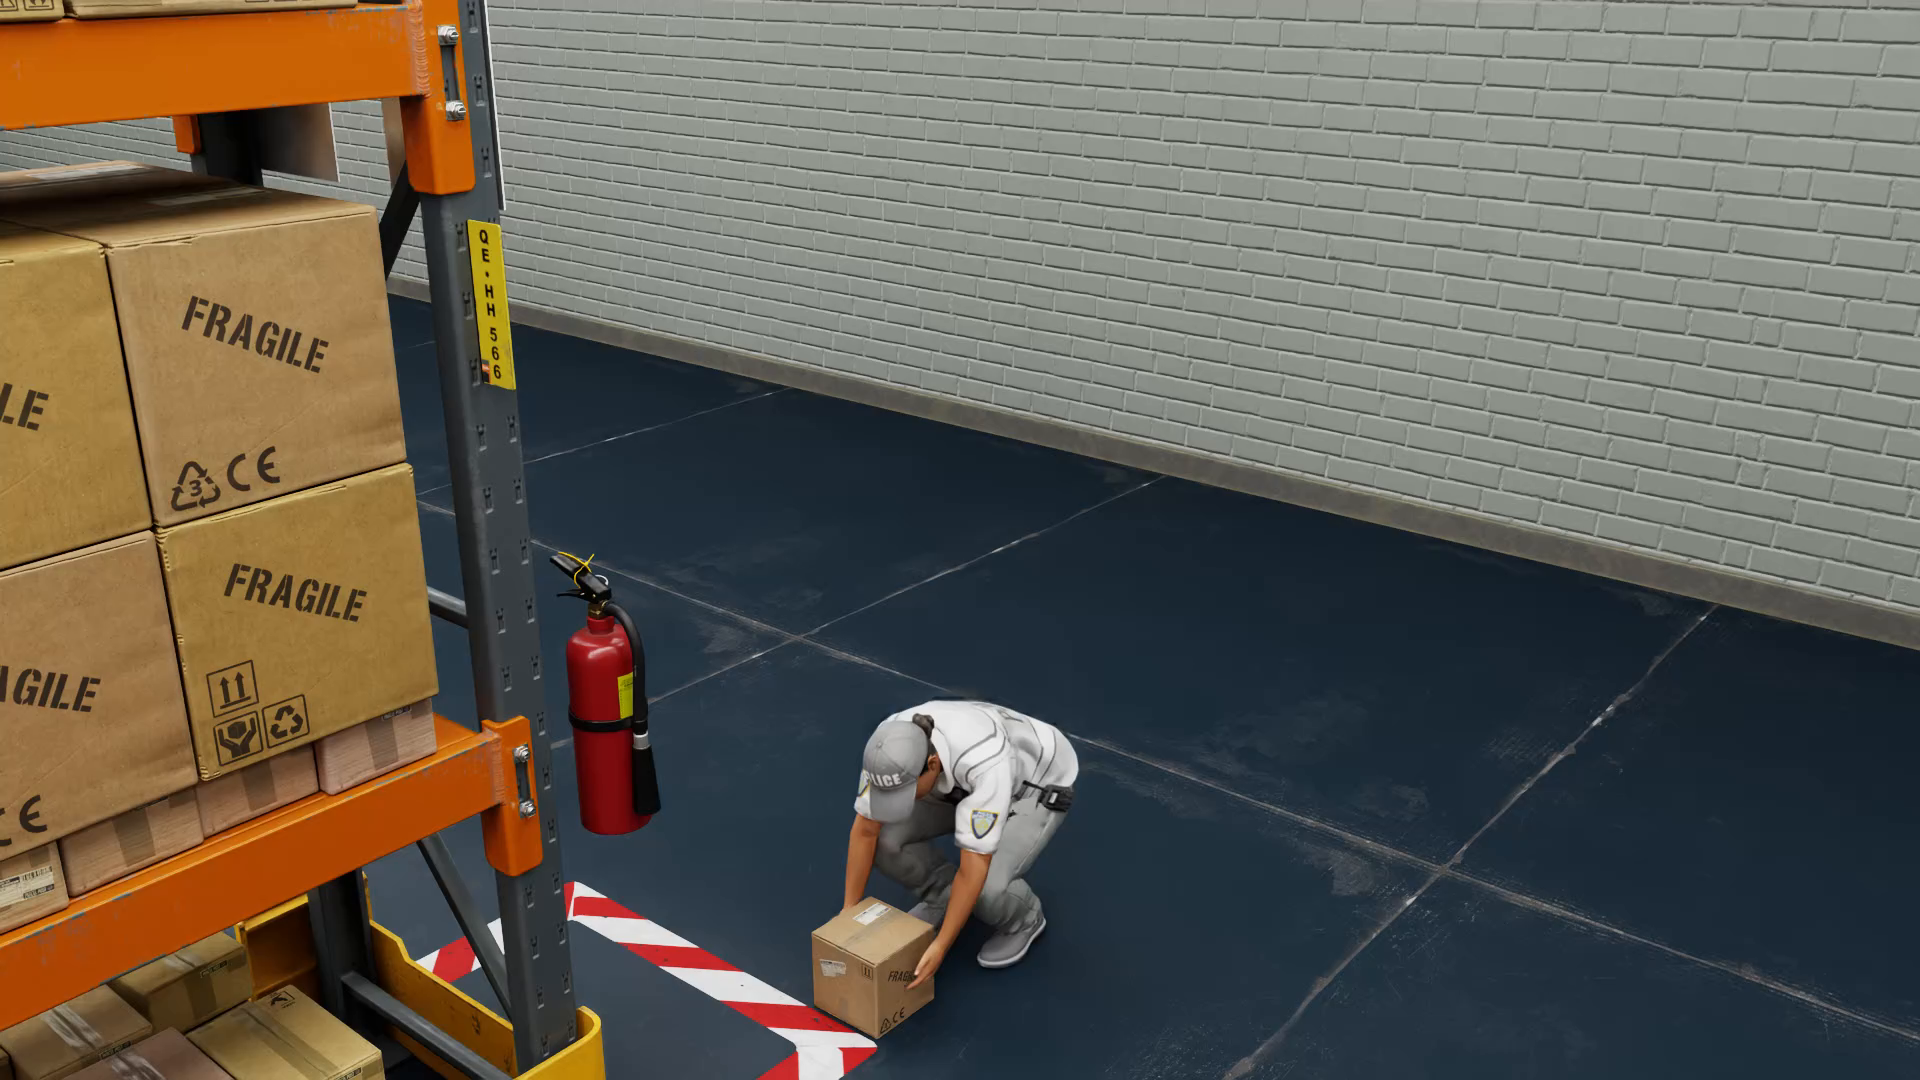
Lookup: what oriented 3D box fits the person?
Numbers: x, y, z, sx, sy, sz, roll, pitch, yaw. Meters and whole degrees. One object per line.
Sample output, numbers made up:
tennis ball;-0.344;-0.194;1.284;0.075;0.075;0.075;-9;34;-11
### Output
person;-0.005;0.832;4.930;0.516;0.907;0.838;16;26;36
